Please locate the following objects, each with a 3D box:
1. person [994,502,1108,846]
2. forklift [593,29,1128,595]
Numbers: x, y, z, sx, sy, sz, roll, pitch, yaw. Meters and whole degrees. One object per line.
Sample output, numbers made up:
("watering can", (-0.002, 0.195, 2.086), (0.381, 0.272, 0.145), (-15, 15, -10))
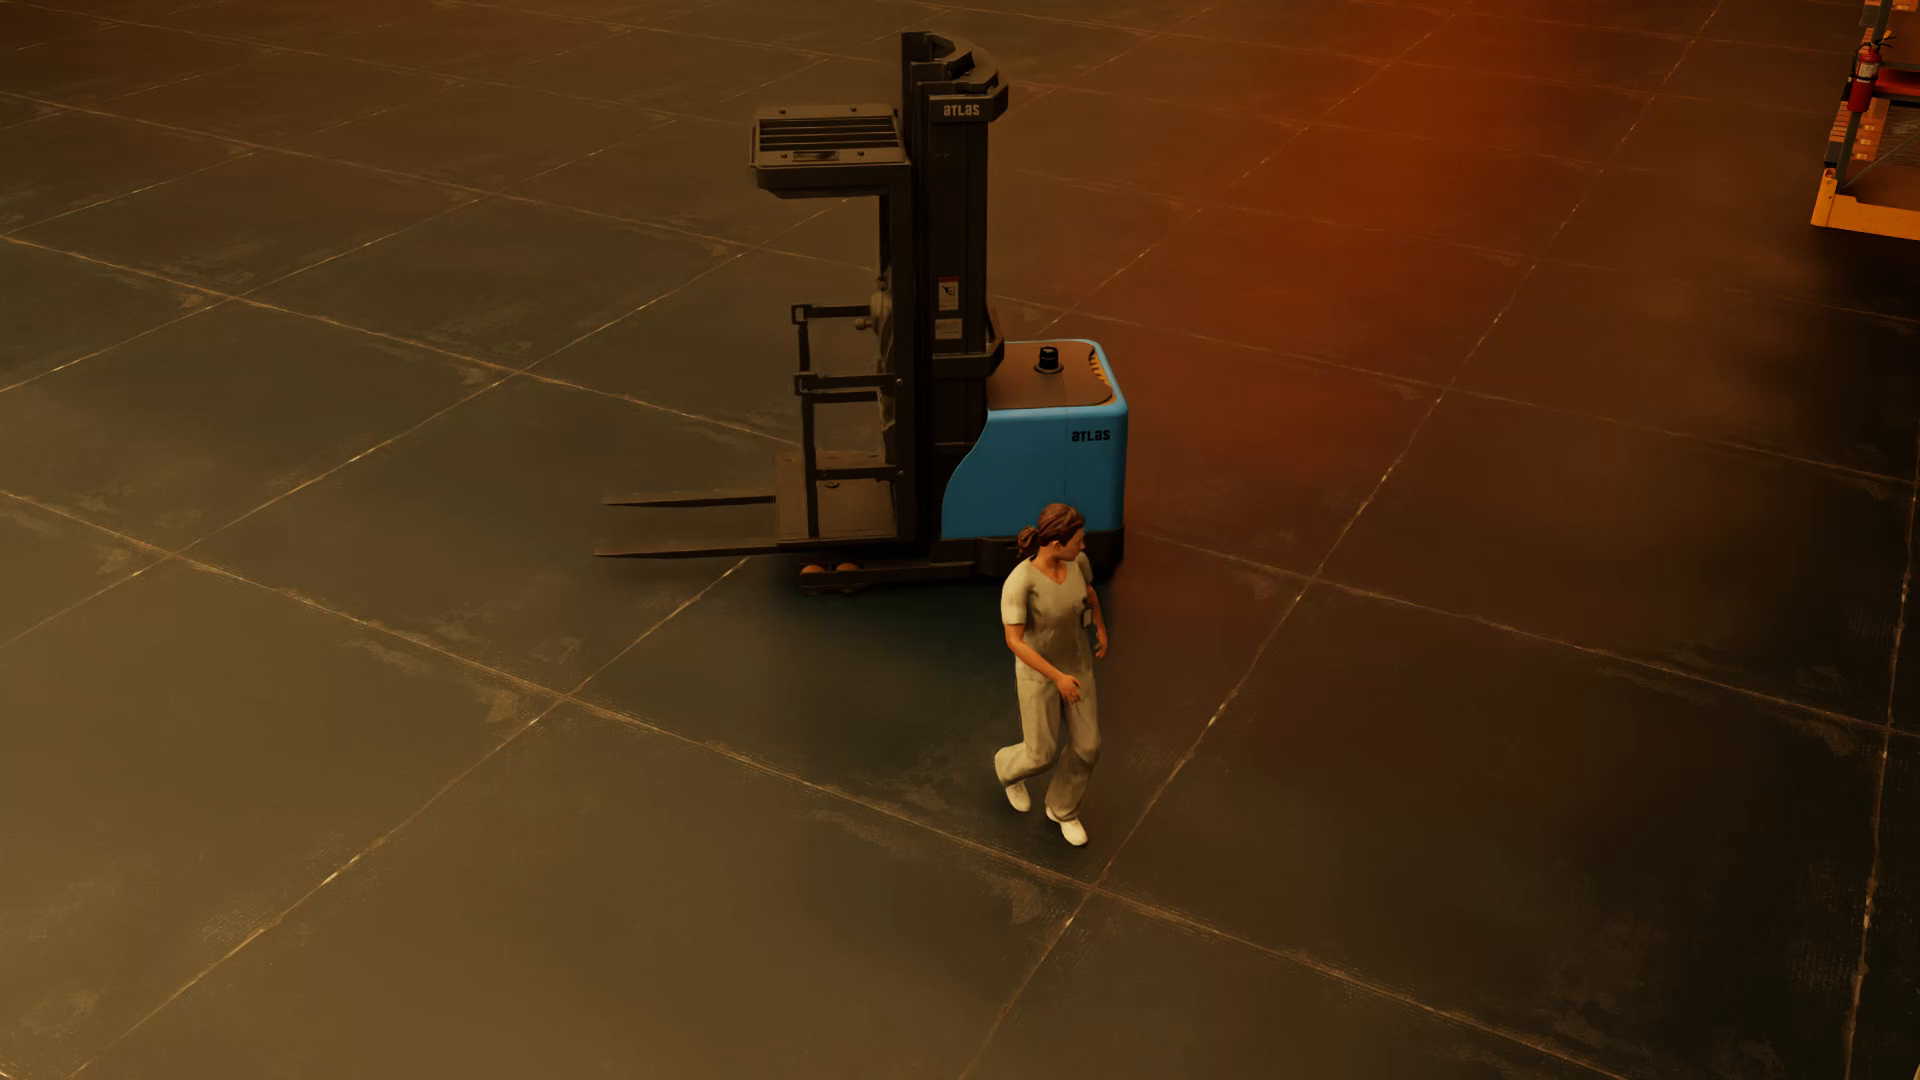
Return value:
("person", (0.458, 0.573, 7.390), (0.616, 1.630, 0.557), (-13, 33, -22))
("forklift", (-0.607, -1.237, 9.214), (3.031, 2.935, 1.130), (-3, 30, -5))
